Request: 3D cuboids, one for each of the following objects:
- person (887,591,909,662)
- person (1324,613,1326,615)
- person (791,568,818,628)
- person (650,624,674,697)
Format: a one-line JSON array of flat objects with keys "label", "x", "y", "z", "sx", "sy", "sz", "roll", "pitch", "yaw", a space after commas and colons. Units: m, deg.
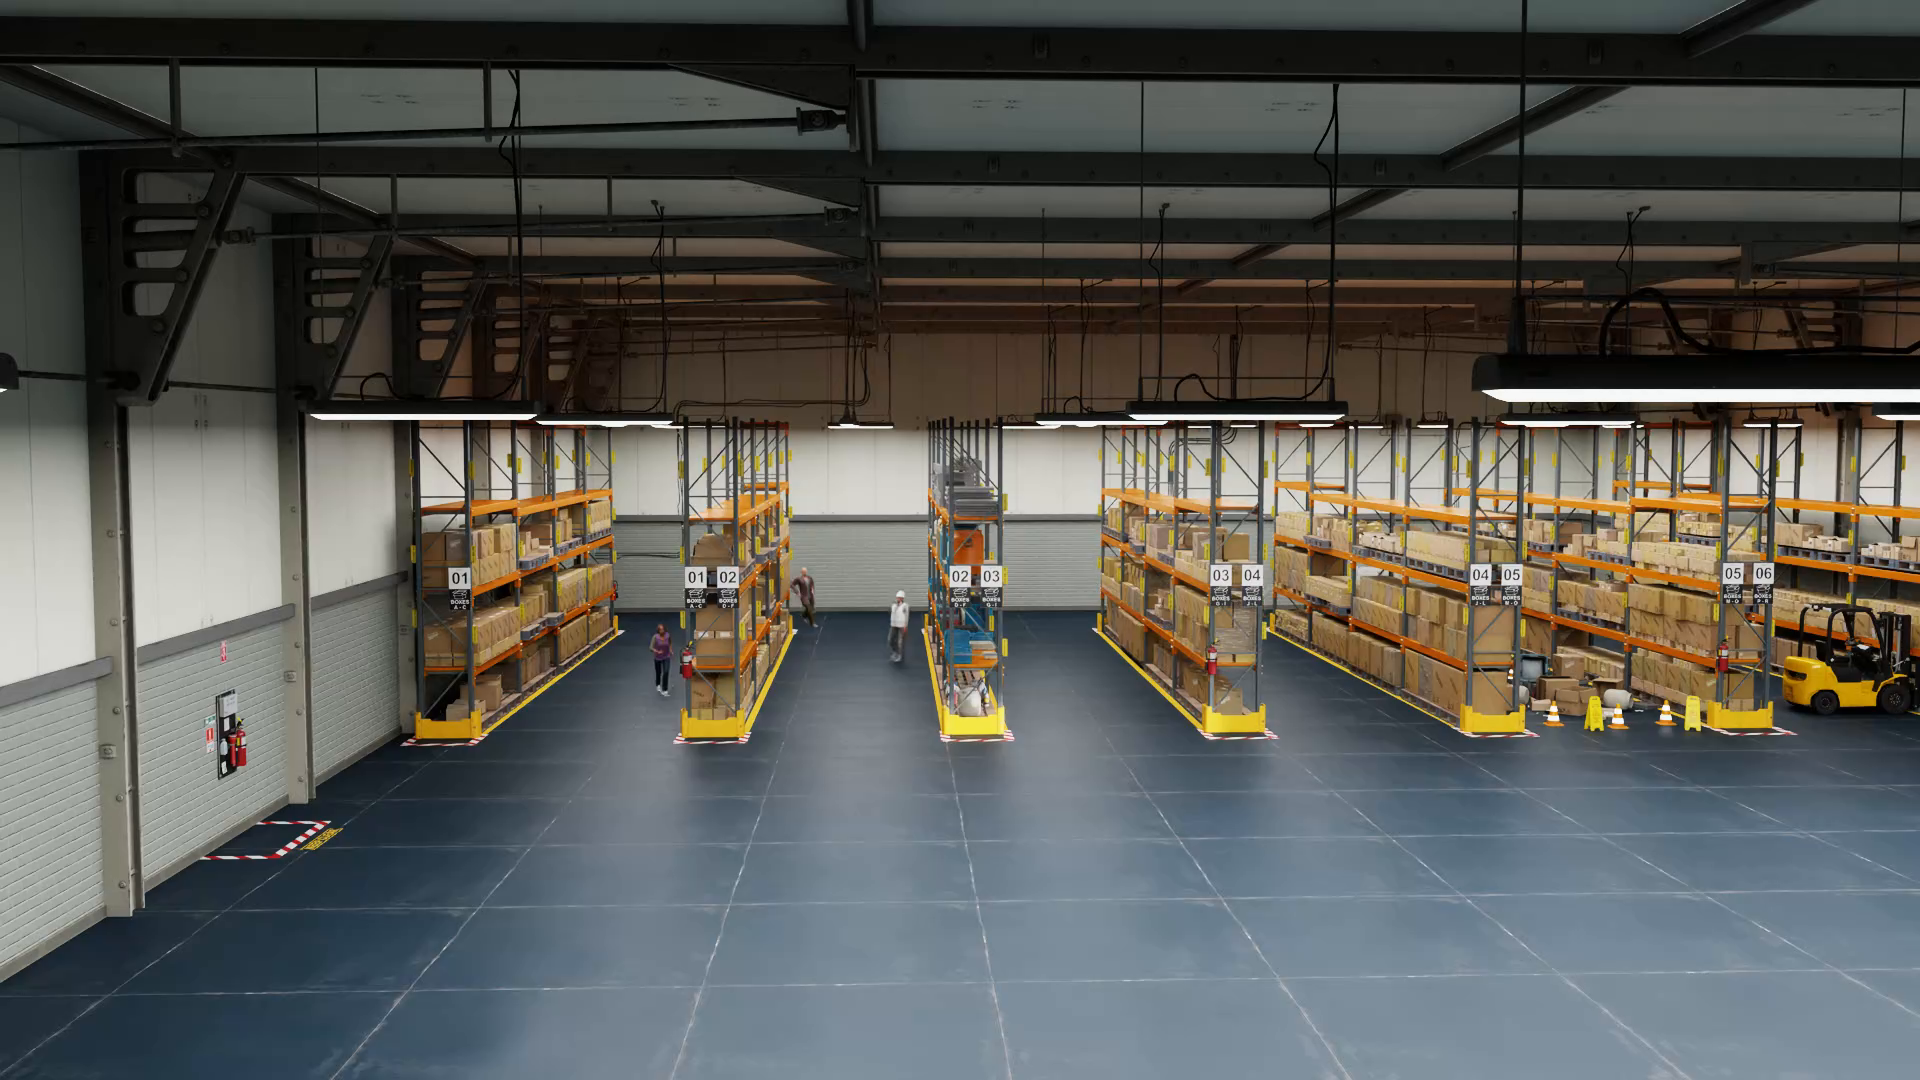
[{"label": "person", "x": -1.511, "y": 2.139, "z": 41.321, "sx": 0.610, "sy": 1.768, "sz": 0.451, "roll": 2, "pitch": 4, "yaw": 32}, {"label": "person", "x": 11.470, "y": 1.515, "z": 51.062, "sx": 0.745, "sy": 1.813, "sz": 0.689, "roll": -3, "pitch": 4, "yaw": -34}, {"label": "person", "x": -4.541, "y": 1.684, "z": 48.621, "sx": 0.696, "sy": 1.755, "sz": 0.983, "roll": -3, "pitch": 5, "yaw": -38}, {"label": "person", "x": -6.483, "y": 2.585, "z": 36.100, "sx": 0.530, "sy": 1.569, "sz": 0.886, "roll": -1, "pitch": 4, "yaw": -16}]
